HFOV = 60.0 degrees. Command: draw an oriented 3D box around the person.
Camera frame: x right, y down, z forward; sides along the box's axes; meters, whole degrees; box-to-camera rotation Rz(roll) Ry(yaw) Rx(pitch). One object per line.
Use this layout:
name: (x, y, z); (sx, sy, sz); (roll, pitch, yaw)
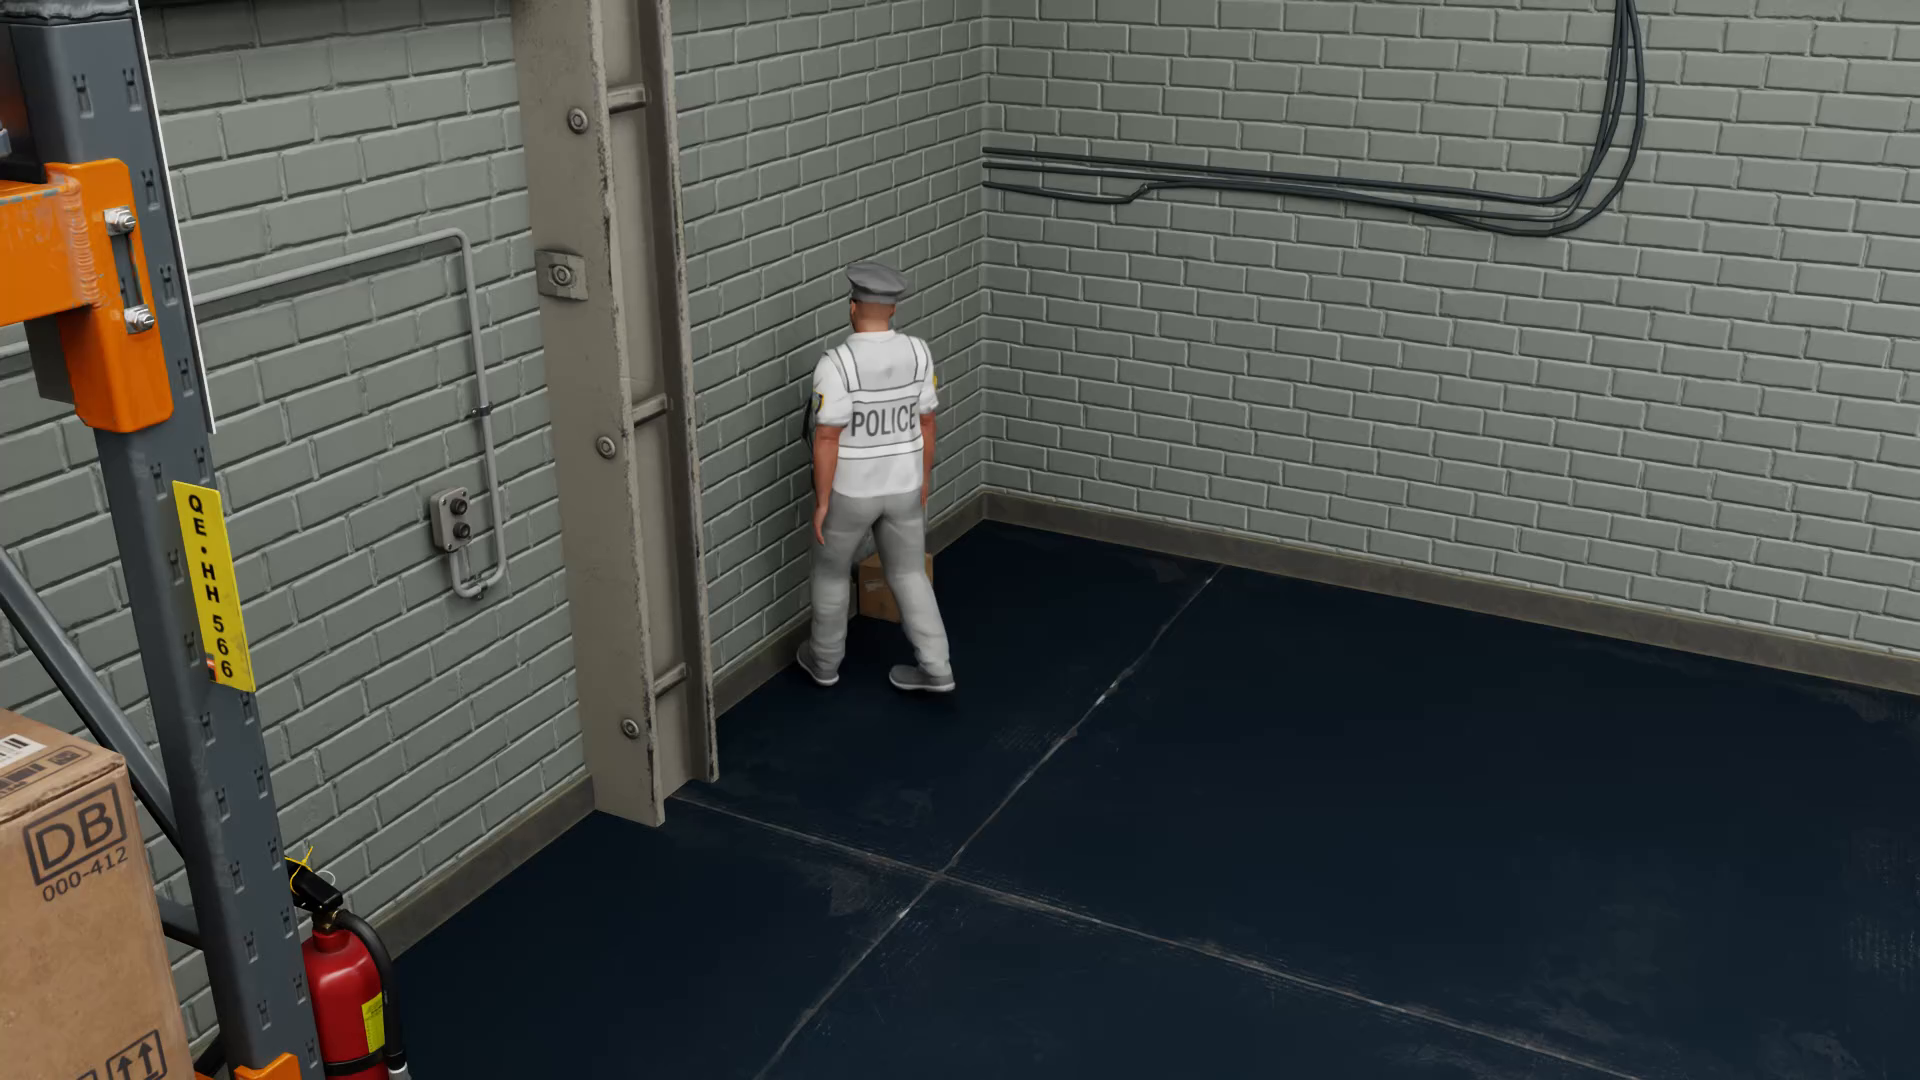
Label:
person: (-0.363, -0.222, 6.597); (0.563, 1.734, 0.708); (-12, 26, -27)
